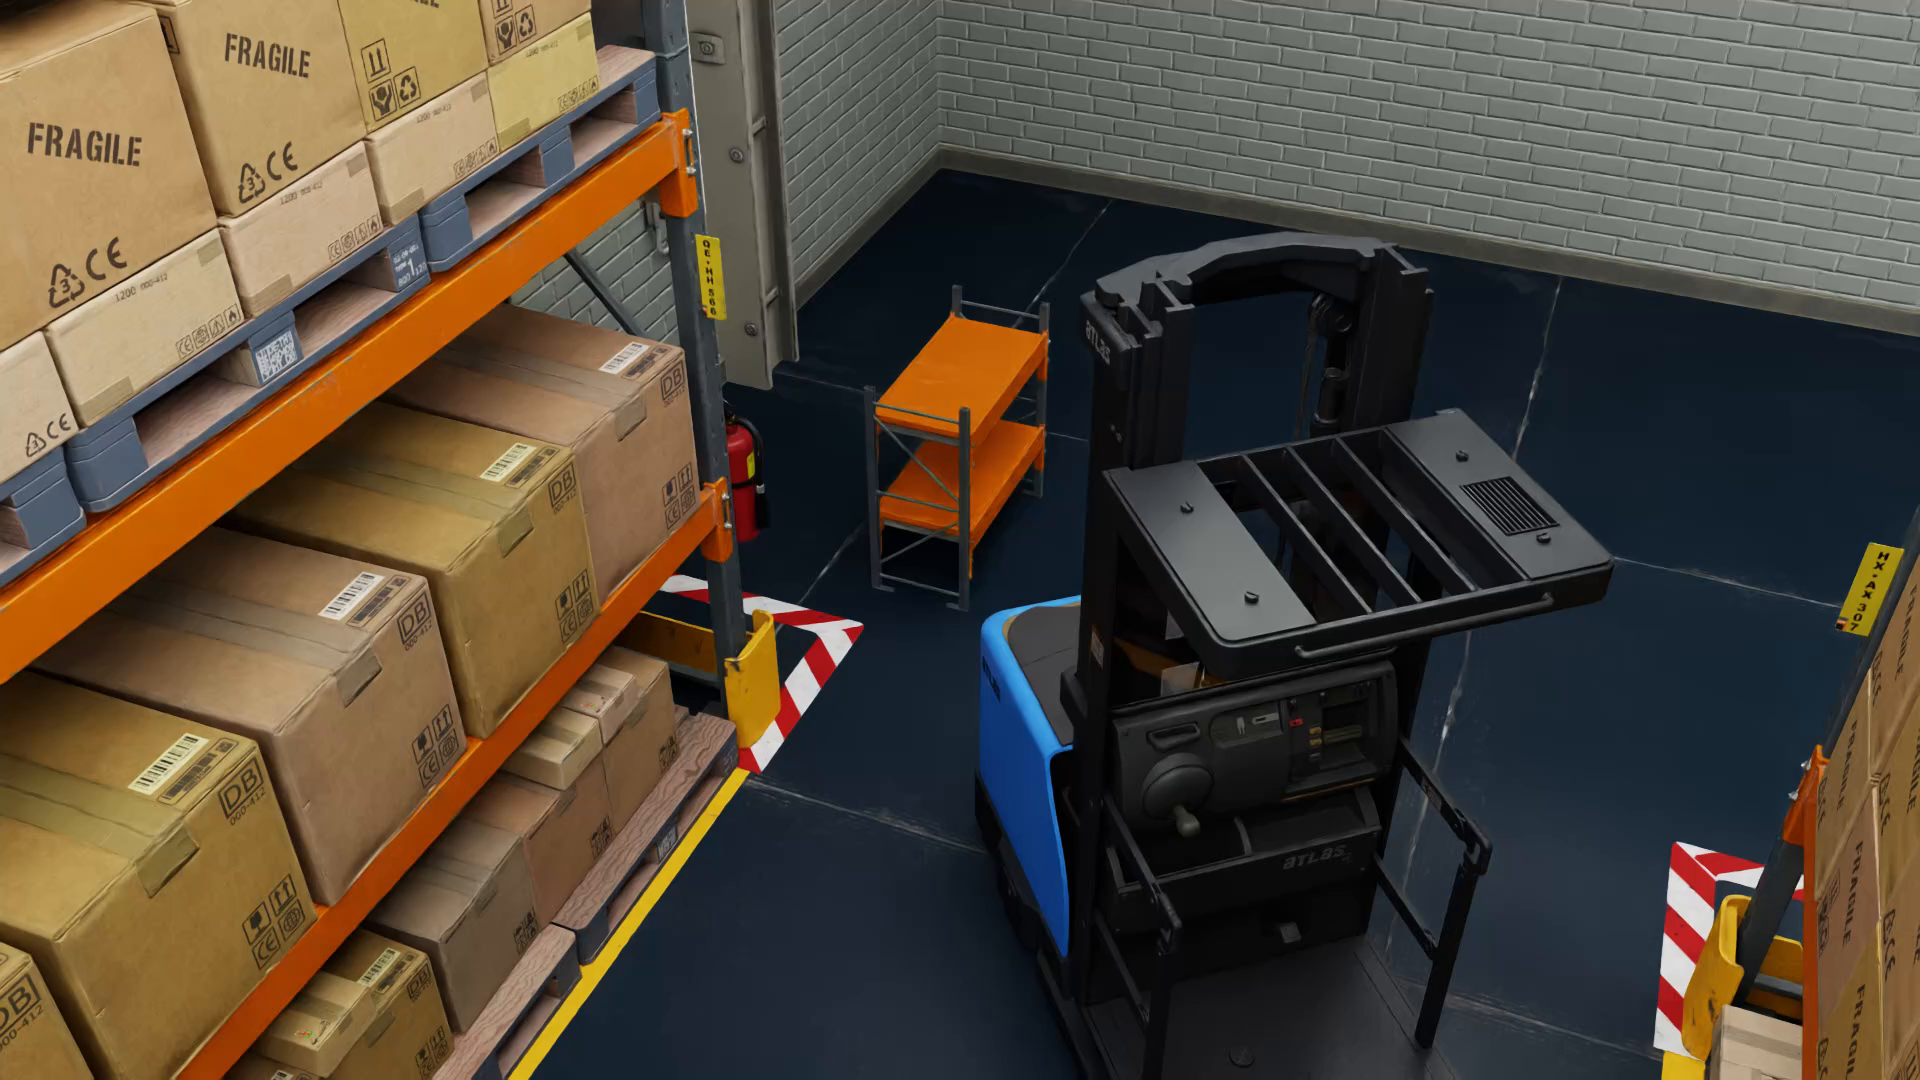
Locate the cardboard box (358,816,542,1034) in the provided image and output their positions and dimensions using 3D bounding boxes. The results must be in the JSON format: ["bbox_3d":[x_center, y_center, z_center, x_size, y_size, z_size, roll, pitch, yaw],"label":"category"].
[{"bbox_3d":[-1.942,1.292,5.854,0.700,0.500,0.500,13,39,16],"label":"cardboard box"}]

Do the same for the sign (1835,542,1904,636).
[{"bbox_3d":[2.694,0.149,4.923,0.100,0.325,0.005,14,39,18],"label":"sign"}]

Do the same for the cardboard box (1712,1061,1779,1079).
[{"bbox_3d":[2.623,1.870,5.343,0.380,0.166,0.250,14,39,18],"label":"cardboard box"}]

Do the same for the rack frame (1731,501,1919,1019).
[{"bbox_3d":[3.196,0.619,5.017,1.000,3.000,0.127,14,39,18],"label":"rack frame"}]

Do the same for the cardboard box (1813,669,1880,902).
[{"bbox_3d":[2.783,0.765,4.739,0.500,0.500,0.500,15,39,19],"label":"cardboard box"}]

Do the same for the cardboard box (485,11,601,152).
[{"bbox_3d":[-1.420,-1.391,4.892,0.500,0.250,0.500,15,39,19],"label":"cardboard box"}]

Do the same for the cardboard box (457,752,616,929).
[{"bbox_3d":[-1.751,1.014,6.227,0.700,0.500,0.500,14,39,18],"label":"cardboard box"}]

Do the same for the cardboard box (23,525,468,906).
[{"bbox_3d":[-2.137,0.483,4.949,0.980,0.700,0.700,12,38,16],"label":"cardboard box"}]

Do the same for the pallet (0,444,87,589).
[{"bbox_3d":[-2.588,0.091,3.293,1.003,0.211,1.213,14,39,18],"label":"pallet"}]

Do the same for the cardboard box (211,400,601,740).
[{"bbox_3d":[-1.838,0.063,5.511,0.980,0.700,0.700,14,39,17],"label":"cardboard box"}]

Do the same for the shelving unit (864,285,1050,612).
[{"bbox_3d":[0.003,-0.454,8.020,0.538,1.125,1.048,14,39,18],"label":"shelving unit"}]

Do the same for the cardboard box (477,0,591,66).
[{"bbox_3d":[-1.413,-1.690,4.666,0.500,0.500,0.500,14,39,18],"label":"cardboard box"}]

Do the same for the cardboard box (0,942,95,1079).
[{"bbox_3d":[-2.687,1.291,3.868,0.980,0.700,0.700,14,39,18],"label":"cardboard box"}]

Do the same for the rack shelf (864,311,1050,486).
[{"bbox_3d":[0.003,-0.689,7.845,0.538,0.278,1.000,14,39,18],"label":"rack shelf"}]

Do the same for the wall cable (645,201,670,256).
[{"bbox_3d":[-1.774,-1.838,7.457,0.084,1.984,1.851,14,39,18],"label":"wall cable"}]

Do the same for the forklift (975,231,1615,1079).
[{"bbox_3d":[0.986,0.716,4.945,1.130,2.935,3.031,-11,38,-14],"label":"forklift"}]

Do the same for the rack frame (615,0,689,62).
[{"bbox_3d":[-1.387,-2.910,4.728,1.000,3.000,0.127,14,39,18],"label":"rack frame"}]

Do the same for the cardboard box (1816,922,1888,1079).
[{"bbox_3d":[2.398,1.329,3.984,0.500,0.500,0.500,14,39,18],"label":"cardboard box"}]

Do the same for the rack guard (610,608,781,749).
[{"bbox_3d":[-1.378,0.481,7.290,1.175,0.500,0.348,14,39,18],"label":"rack guard"}]

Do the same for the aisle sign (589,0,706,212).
[{"bbox_3d":[-1.082,-1.520,5.708,0.394,0.787,0.004,14,39,18],"label":"aisle sign"}]

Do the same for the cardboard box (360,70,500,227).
[{"bbox_3d":[-1.617,-1.102,4.506,0.500,0.250,0.500,12,39,16],"label":"cardboard box"}]

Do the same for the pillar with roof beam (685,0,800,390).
[{"bbox_3d":[2.822,-3.621,5.680,9.100,9.000,0.400,14,39,18],"label":"pillar with roof beam"}]

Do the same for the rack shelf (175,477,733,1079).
[{"bbox_3d":[-2.148,0.889,5.258,1.077,0.370,4.000,14,39,18],"label":"rack shelf"}]

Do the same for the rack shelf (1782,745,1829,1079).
[{"bbox_3d":[2.435,2.015,3.751,1.077,0.370,4.000,14,39,18],"label":"rack shelf"}]

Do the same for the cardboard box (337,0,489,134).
[{"bbox_3d":[-1.613,-1.415,4.298,0.500,0.500,0.500,15,39,19],"label":"cardboard box"}]

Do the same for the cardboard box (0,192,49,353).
[{"bbox_3d":[-2.188,-0.559,3.153,0.500,0.500,0.500,13,39,17],"label":"cardboard box"}]

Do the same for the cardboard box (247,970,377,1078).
[{"bbox_3d":[-2.032,1.453,5.097,0.380,0.149,0.250,13,39,16],"label":"cardboard box"}]

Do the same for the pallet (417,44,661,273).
[{"bbox_3d":[-1.659,-1.260,5.100,1.003,0.211,1.213,14,39,18],"label":"pallet"}]

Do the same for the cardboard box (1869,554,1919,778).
[{"bbox_3d":[2.783,0.365,4.440,0.500,0.500,0.500,15,39,19],"label":"cardboard box"}]

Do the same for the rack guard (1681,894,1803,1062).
[{"bbox_3d":[3.167,1.663,5.709,1.175,0.500,0.348,14,39,18],"label":"rack guard"}]

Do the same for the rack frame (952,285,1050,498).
[{"bbox_3d":[0.196,-0.736,8.396,0.500,1.125,0.032,14,39,18],"label":"rack frame"}]

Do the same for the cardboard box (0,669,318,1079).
[{"bbox_3d":[-2.404,0.888,4.407,0.980,0.700,0.700,13,39,17],"label":"cardboard box"}]

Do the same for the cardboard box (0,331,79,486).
[{"bbox_3d":[-2.195,-0.243,3.357,0.500,0.250,0.500,13,39,17],"label":"cardboard box"}]

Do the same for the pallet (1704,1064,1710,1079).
[{"bbox_3d":[2.864,2.220,5.205,1.003,0.211,1.213,14,39,18],"label":"pallet"}]

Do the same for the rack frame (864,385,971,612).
[{"bbox_3d":[-0.191,-0.173,7.643,0.500,1.125,0.032,14,39,18],"label":"rack frame"}]

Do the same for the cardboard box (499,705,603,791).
[{"bbox_3d":[-1.538,0.731,6.063,0.380,0.149,0.250,15,39,19],"label":"cardboard box"}]

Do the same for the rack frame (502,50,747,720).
[{"bbox_3d":[-1.387,-0.507,6.524,1.000,3.000,0.127,14,39,18],"label":"rack frame"}]

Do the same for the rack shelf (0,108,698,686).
[{"bbox_3d":[-2.148,-0.313,4.360,1.077,0.370,4.000,14,39,18],"label":"rack shelf"}]

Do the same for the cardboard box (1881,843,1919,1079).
[{"bbox_3d":[2.396,0.932,3.681,0.500,0.500,0.500,14,39,18],"label":"cardboard box"}]

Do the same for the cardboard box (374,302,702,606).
[{"bbox_3d":[-1.572,-0.342,6.054,0.980,0.700,0.700,16,40,20],"label":"cardboard box"}]

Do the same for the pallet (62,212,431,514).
[{"bbox_3d":[-2.122,-0.582,4.193,1.003,0.211,1.213,14,39,18],"label":"pallet"}]

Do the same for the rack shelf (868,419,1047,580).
[{"bbox_3d":[0.003,-0.258,8.166,0.538,0.278,1.000,14,39,18],"label":"rack shelf"}]

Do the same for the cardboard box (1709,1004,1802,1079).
[{"bbox_3d":[2.719,1.739,5.534,0.380,0.149,0.250,14,39,18],"label":"cardboard box"}]

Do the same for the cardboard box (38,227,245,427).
[{"bbox_3d":[-2.007,-0.529,3.739,0.500,0.250,0.500,13,39,17],"label":"cardboard box"}]

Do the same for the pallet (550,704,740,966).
[{"bbox_3d":[-1.619,1.071,6.743,1.003,0.211,1.213,14,39,18],"label":"pallet"}]

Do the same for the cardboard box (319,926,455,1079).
[{"bbox_3d":[-2.138,1.589,5.457,0.700,0.500,0.500,15,39,19],"label":"cardboard box"}]

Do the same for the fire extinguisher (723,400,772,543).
[{"bbox_3d":[-0.903,-0.305,6.630,0.296,0.674,0.183,14,39,18],"label":"fire extinguisher"}]

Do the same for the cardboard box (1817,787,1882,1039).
[{"bbox_3d":[2.592,1.052,4.355,0.500,0.500,0.500,13,39,17],"label":"cardboard box"}]

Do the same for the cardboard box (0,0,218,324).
[{"bbox_3d":[-2.005,-0.834,3.521,0.500,0.500,0.500,14,39,18],"label":"cardboard box"}]

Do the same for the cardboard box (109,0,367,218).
[{"bbox_3d":[-1.804,-1.124,3.909,0.500,0.500,0.500,12,38,16],"label":"cardboard box"}]

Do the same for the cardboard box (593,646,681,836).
[{"bbox_3d":[-1.561,0.736,6.598,0.700,0.500,0.500,14,39,18],"label":"cardboard box"}]

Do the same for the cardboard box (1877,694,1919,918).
[{"bbox_3d":[2.591,0.656,4.050,0.500,0.500,0.500,14,39,18],"label":"cardboard box"}]

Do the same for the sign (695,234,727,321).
[{"bbox_3d":[-0.890,-0.934,5.931,0.100,0.325,0.005,14,39,18],"label":"sign"}]

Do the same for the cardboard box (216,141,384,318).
[{"bbox_3d":[-1.810,-0.813,4.119,0.500,0.250,0.500,13,39,16],"label":"cardboard box"}]

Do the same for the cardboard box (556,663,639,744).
[{"bbox_3d":[-1.441,0.589,6.253,0.380,0.149,0.250,13,39,17],"label":"cardboard box"}]

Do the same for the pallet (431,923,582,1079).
[{"bbox_3d":[-2.084,1.744,5.842,1.003,0.211,1.213,14,39,18],"label":"pallet"}]

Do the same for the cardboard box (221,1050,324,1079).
[{"bbox_3d":[-2.335,1.873,5.078,0.700,0.500,0.500,13,39,17],"label":"cardboard box"}]
